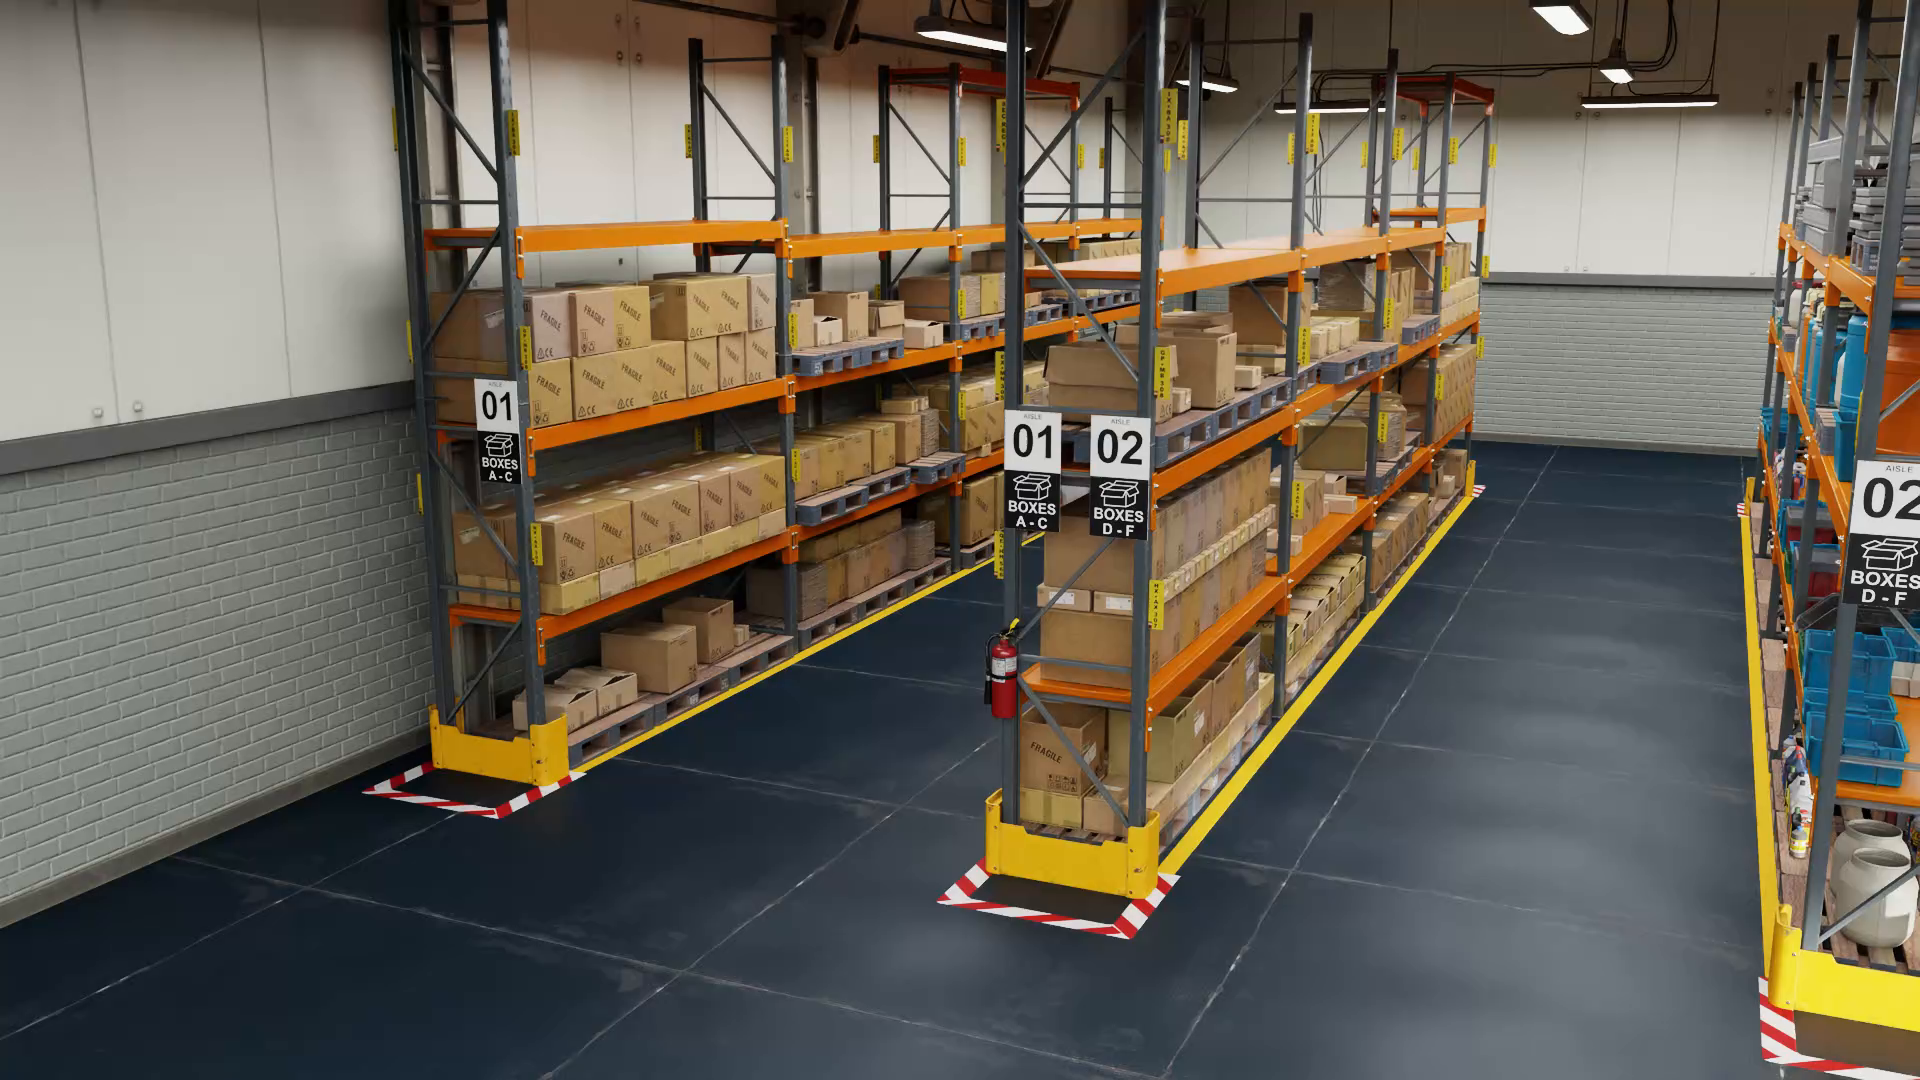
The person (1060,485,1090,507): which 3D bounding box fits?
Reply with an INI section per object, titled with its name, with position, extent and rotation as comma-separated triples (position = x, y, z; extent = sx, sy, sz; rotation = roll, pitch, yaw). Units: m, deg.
[person]
position = 1.323, -0.147, 18.597
extent = 0.524, 1.785, 0.335
rotation = 6, 13, 25
